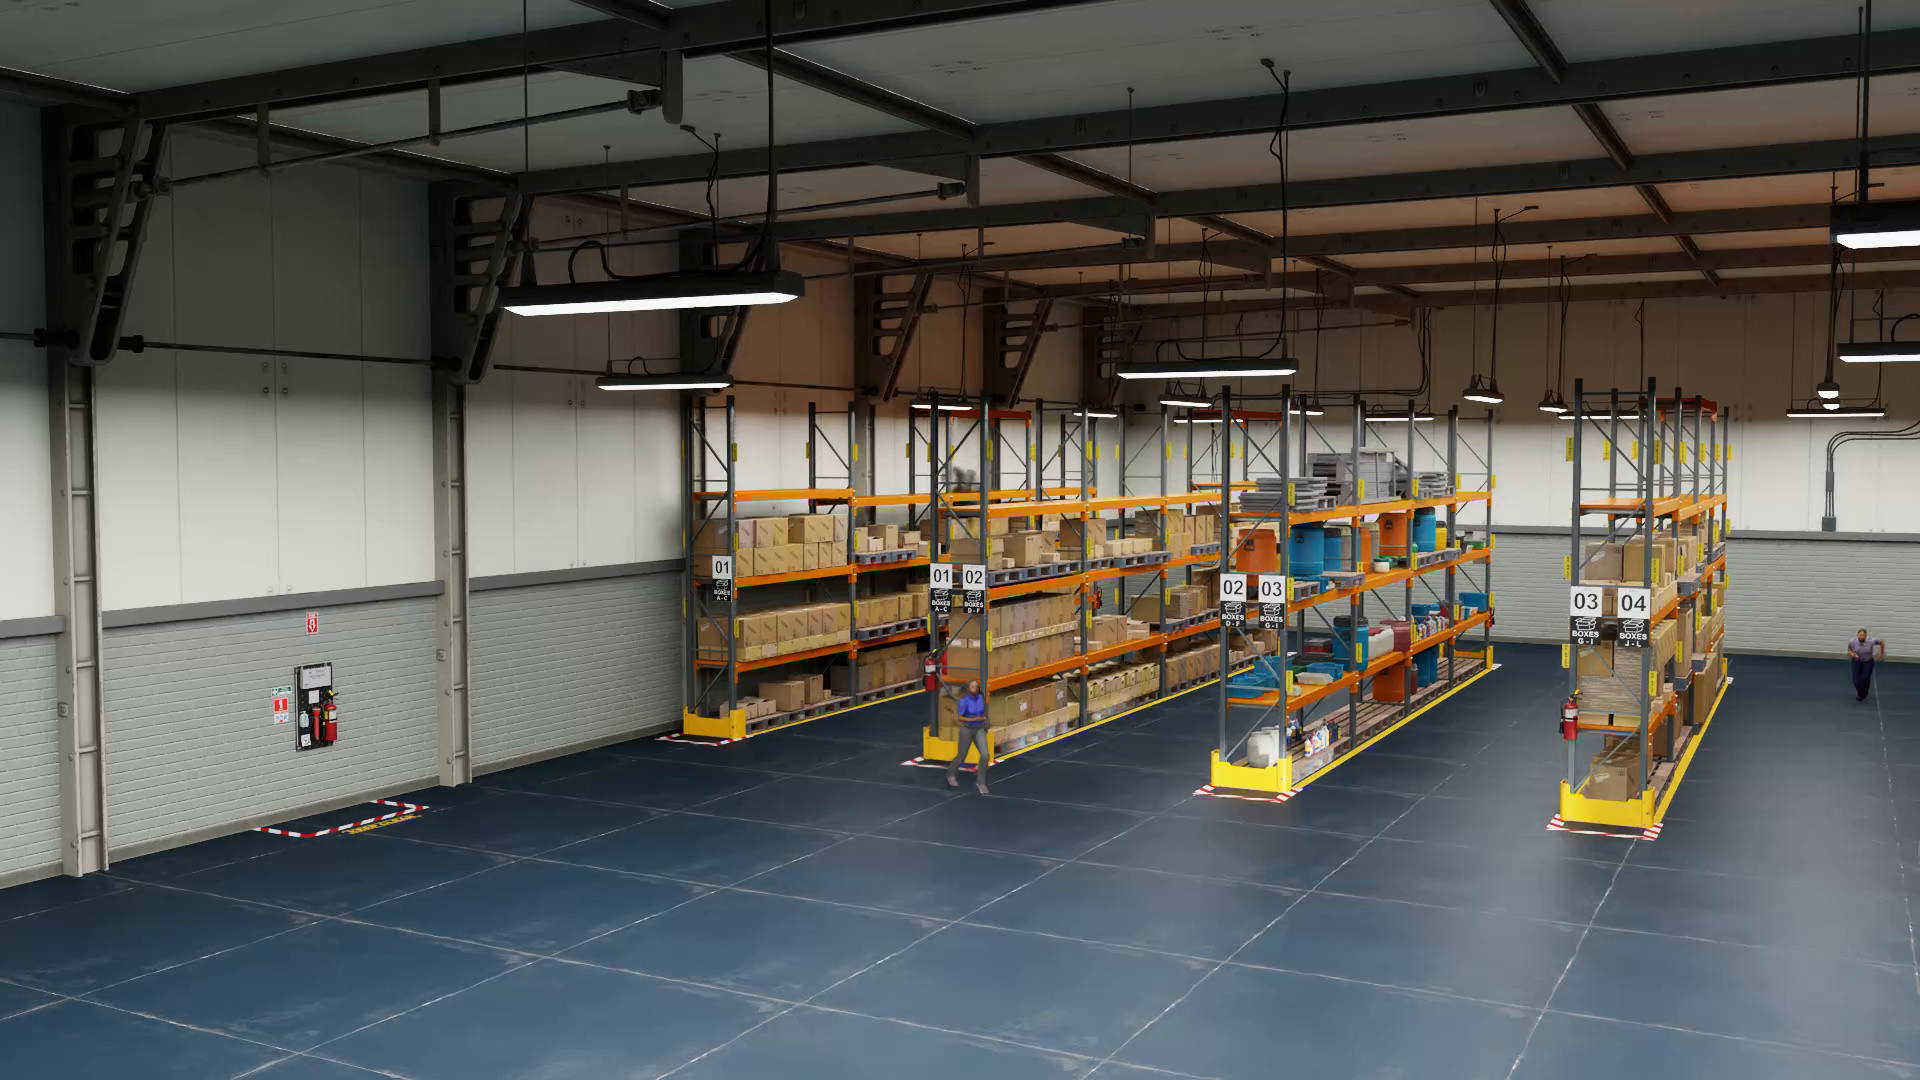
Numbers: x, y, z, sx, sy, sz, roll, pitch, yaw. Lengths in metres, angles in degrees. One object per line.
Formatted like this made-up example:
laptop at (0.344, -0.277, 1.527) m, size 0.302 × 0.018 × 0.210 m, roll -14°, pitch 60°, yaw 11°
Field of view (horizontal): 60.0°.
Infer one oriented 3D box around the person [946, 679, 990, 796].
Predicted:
person at (0.163, 2.891, 24.541) m, size 0.585 × 1.704 × 0.892 m, roll -2°, pitch 3°, yaw -30°

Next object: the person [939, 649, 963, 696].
person at (-0.163, 2.575, 30.043) m, size 0.655 × 1.677 × 0.610 m, roll 1°, pitch 3°, yaw 24°

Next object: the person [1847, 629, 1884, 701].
person at (18.127, 2.502, 33.299) m, size 0.633 × 1.497 × 0.847 m, roll 2°, pitch 4°, yaw 34°
